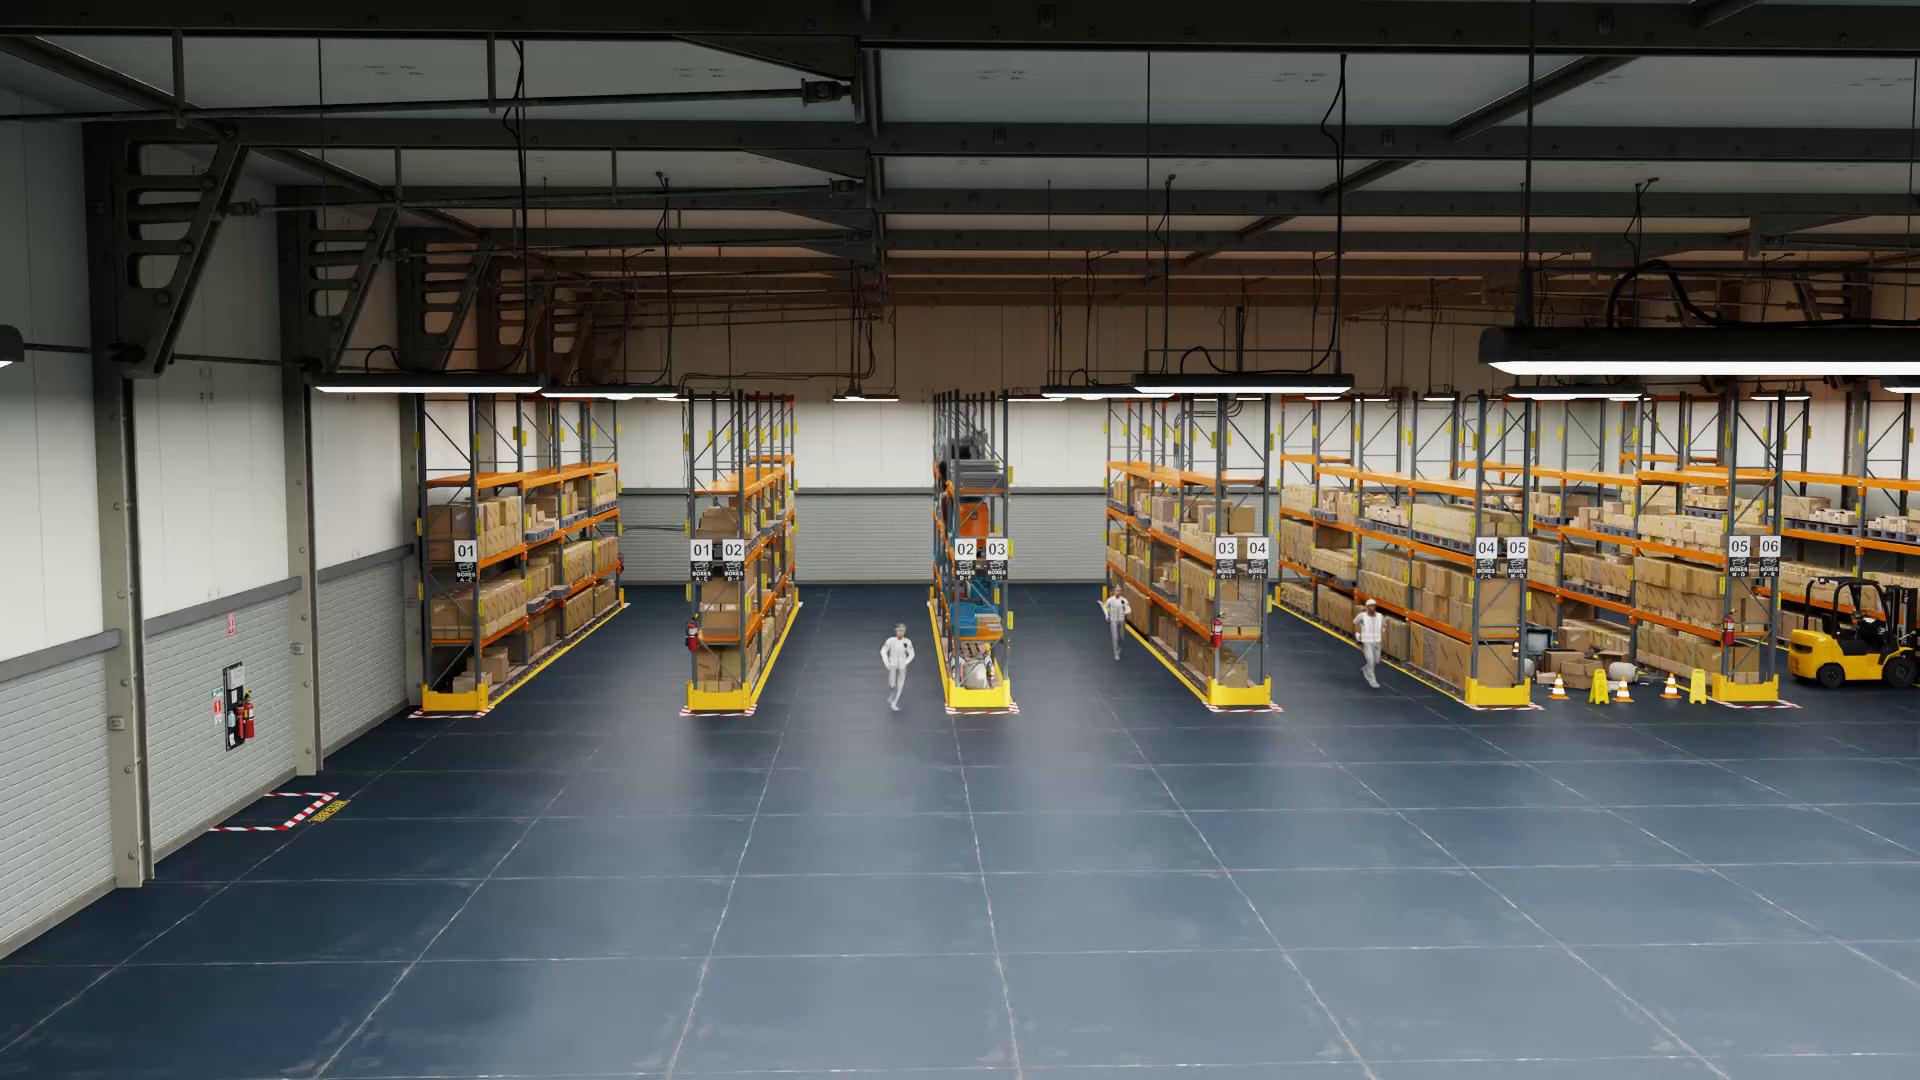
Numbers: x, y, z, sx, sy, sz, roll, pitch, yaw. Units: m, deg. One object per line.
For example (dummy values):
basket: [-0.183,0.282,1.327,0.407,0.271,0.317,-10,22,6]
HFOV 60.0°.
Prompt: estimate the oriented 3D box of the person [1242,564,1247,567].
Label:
person: [7.896,1.111,46.788,0.616,1.610,0.527,1,5,7]

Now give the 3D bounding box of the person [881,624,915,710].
person: [-1.156,2.374,31.165,0.626,1.631,0.496,-1,5,-7]

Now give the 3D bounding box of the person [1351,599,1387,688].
person: [8.340,2.076,33.762,0.695,1.763,0.964,-1,5,-11]

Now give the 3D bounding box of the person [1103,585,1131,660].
person: [3.519,1.826,37.432,0.585,1.669,0.875,0,5,-2]
